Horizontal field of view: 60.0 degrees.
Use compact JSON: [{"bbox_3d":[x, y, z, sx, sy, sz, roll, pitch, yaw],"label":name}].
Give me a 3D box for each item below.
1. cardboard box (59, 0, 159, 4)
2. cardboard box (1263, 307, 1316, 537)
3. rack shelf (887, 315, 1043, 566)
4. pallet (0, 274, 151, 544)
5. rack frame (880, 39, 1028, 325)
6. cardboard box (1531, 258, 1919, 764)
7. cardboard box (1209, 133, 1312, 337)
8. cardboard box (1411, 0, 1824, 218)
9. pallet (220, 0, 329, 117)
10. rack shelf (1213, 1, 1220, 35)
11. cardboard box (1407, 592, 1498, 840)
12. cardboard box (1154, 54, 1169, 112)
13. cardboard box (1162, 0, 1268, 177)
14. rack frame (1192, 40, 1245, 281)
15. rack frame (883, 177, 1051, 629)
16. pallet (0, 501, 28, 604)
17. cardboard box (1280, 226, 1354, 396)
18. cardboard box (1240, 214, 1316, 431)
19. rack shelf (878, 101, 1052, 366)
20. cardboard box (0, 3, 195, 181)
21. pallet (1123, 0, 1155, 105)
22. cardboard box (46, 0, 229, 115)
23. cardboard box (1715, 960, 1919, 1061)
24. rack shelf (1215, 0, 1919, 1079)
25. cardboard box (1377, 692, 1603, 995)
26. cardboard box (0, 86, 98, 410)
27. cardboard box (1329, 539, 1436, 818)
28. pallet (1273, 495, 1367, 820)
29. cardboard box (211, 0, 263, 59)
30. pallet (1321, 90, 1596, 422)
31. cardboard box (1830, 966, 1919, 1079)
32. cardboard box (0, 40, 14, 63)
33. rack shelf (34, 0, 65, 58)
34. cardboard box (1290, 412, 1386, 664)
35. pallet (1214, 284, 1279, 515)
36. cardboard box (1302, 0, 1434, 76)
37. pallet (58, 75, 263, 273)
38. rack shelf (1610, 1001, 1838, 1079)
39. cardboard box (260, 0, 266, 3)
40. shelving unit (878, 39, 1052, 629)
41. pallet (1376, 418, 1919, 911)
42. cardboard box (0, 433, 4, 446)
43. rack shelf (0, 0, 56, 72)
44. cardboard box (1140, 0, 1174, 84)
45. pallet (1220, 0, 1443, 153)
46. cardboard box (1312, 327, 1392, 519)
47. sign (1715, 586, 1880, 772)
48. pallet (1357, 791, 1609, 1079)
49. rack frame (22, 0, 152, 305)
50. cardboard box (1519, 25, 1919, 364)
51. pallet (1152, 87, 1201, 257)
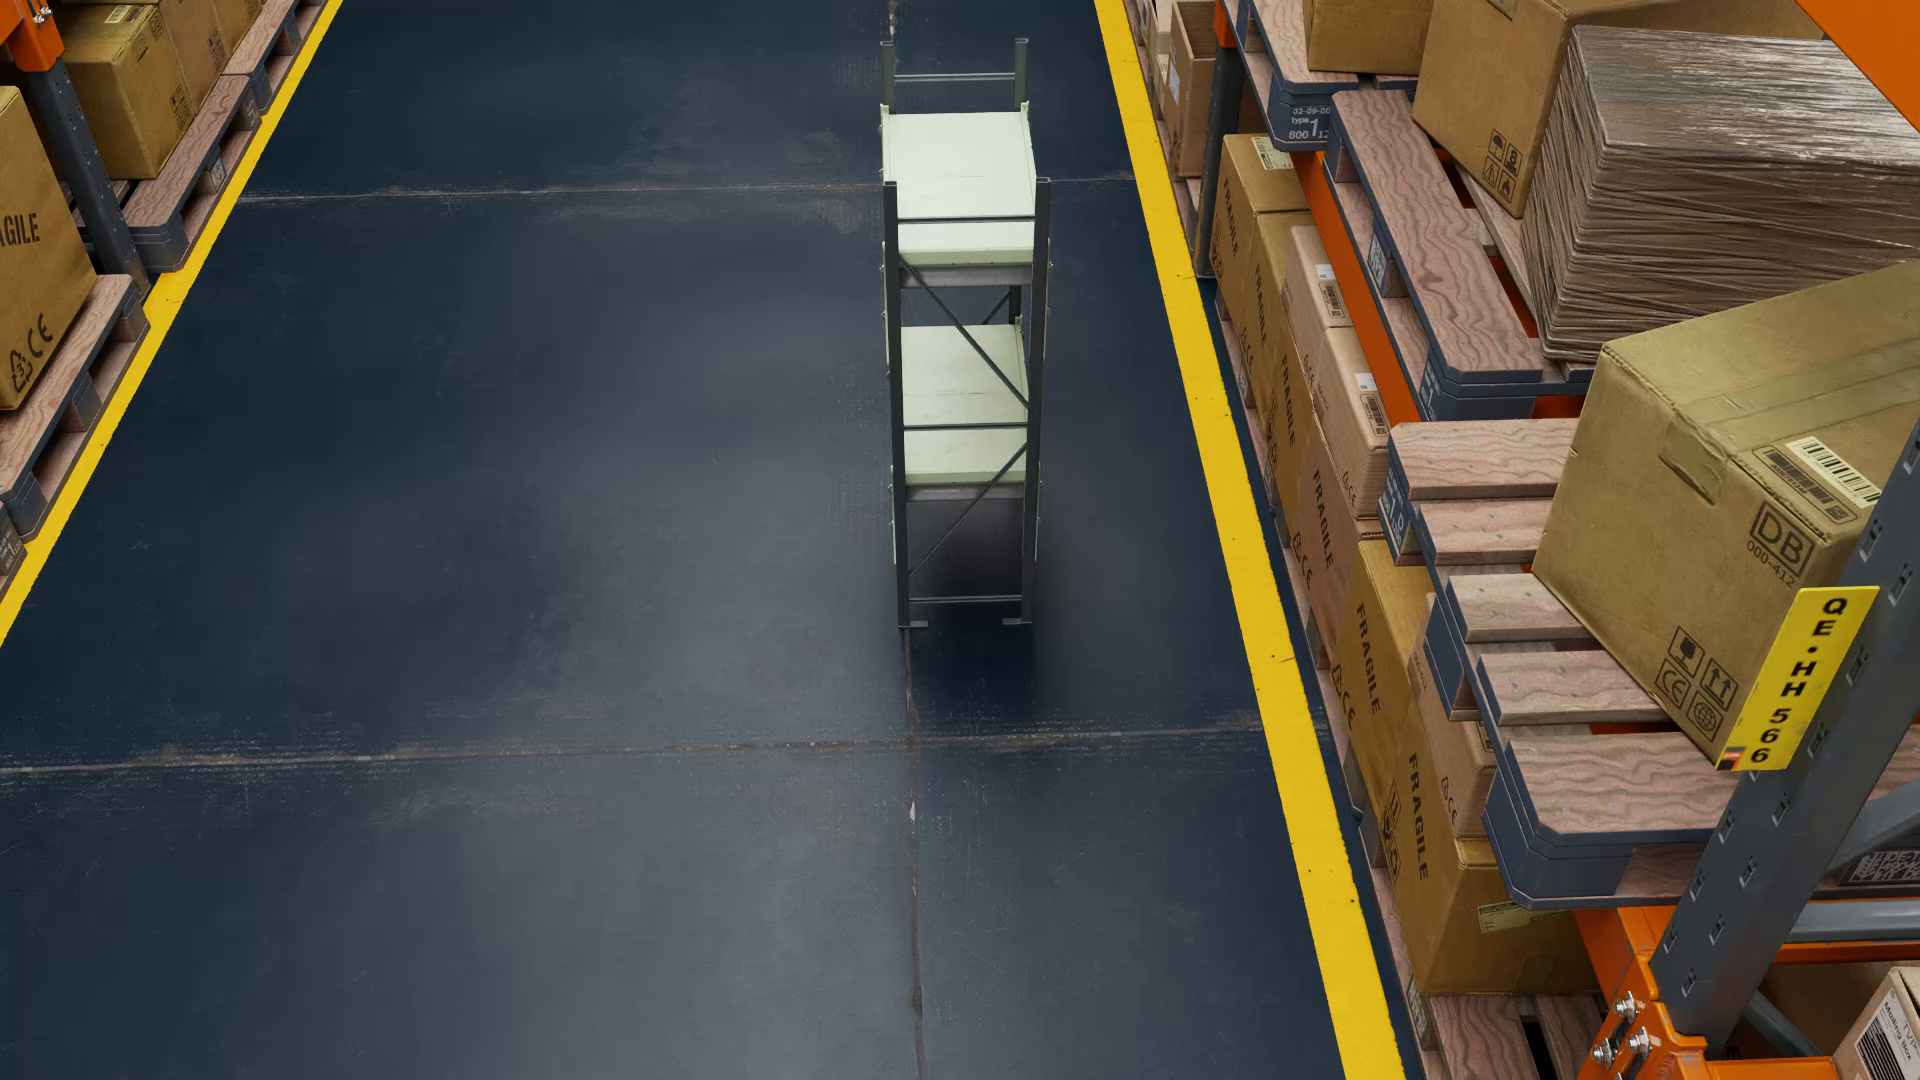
[{"bbox_3d":[-3.314,-2.221,6.512,0.380,0.149,0.250,0,43,0],"label":"cardboard box"},{"bbox_3d":[1.221,-0.358,4.945,0.500,0.500,0.500,-1,43,-1],"label":"cardboard box"},{"bbox_3d":[0.000,-0.308,4.959,0.431,0.370,0.720,-2,43,-2],"label":"rack shelf"},{"bbox_3d":[-3.445,-0.457,5.593,1.003,0.211,1.213,-2,43,-2],"label":"pallet"},{"bbox_3d":[-0.015,-0.795,5.008,0.400,1.500,0.023,-2,43,-2],"label":"rack frame"},{"bbox_3d":[1.427,-0.062,2.713,0.700,0.500,0.500,-15,45,-16],"label":"cardboard box"},{"bbox_3d":[1.174,-1.056,5.706,0.500,0.500,0.500,-3,43,-4],"label":"cardboard box"},{"bbox_3d":[1.533,-1.149,3.899,0.700,0.500,0.500,-12,44,-13],"label":"cardboard box"},{"bbox_3d":[-3.562,-2.317,7.622,1.003,0.211,1.213,-2,43,-2],"label":"pallet"},{"bbox_3d":[1.312,-3.234,7.090,1.077,0.370,4.000,-2,43,-2],"label":"rack shelf"},{"bbox_3d":[1.285,0.372,3.594,0.500,0.250,0.500,0,43,0],"label":"cardboard box"},{"bbox_3d":[1.013,-1.888,6.874,0.380,0.149,0.250,-2,43,-2],"label":"cardboard box"},{"bbox_3d":[1.089,-1.766,6.481,0.500,0.500,0.500,-2,43,-2],"label":"cardboard box"},{"bbox_3d":[1.396,-2.149,5.374,1.000,3.000,0.127,-2,43,-2],"label":"rack frame"},{"bbox_3d":[0.016,-0.301,4.469,0.400,1.500,0.023,-2,43,-2],"label":"rack frame"},{"bbox_3d":[-3.390,0.368,4.692,1.003,0.211,1.213,-2,43,-2],"label":"pallet"},{"bbox_3d":[1.216,-0.657,4.716,0.500,0.250,0.500,-2,43,-2],"label":"cardboard box"},{"bbox_3d":[1.207,-0.696,5.314,0.500,0.500,0.500,-1,43,-1],"label":"cardboard box"},{"bbox_3d":[0.000,-0.836,4.475,0.431,0.370,0.720,-2,43,-2],"label":"rack shelf"},{"bbox_3d":[-3.482,-1.745,6.473,0.700,0.500,0.500,-1,43,-1],"label":"cardboard box"},{"bbox_3d":[1.313,-2.410,7.723,1.003,0.211,1.213,-2,43,-2],"label":"pallet"},{"bbox_3d":[-3.500,-2.084,6.843,0.700,0.500,0.500,-2,43,-2],"label":"cardboard box"},{"bbox_3d":[1.833,0.996,3.468,0.500,0.500,0.500,0,43,0],"label":"cardboard box"},{"bbox_3d":[1.481,-0.533,4.144,1.077,0.370,4.000,-2,43,-2],"label":"rack shelf"},{"bbox_3d":[1.292,0.686,3.806,0.500,0.500,0.500,0,43,0],"label":"cardboard box"},{"bbox_3d":[-3.395,-0.931,5.326,0.750,0.750,0.750,-1,43,-1],"label":"cardboard box"},{"bbox_3d":[1.270,0.337,4.187,0.500,0.500,0.500,-3,43,-3],"label":"cardboard box"},{"bbox_3d":[1.524,0.253,4.818,1.003,0.211,1.213,-2,43,-2],"label":"pallet"},{"bbox_3d":[-3.520,-2.431,7.221,0.700,0.500,0.500,-1,43,-1],"label":"cardboard box"},{"bbox_3d":[1.479,-0.690,3.925,1.003,0.211,1.213,-2,43,-2],"label":"pallet"},{"bbox_3d":[1.538,0.831,2.189,0.500,0.311,0.500,1,43,1],"label":"cardboard box"},{"bbox_3d":[-3.674,-1.881,6.141,0.380,0.149,0.250,-2,43,-2],"label":"cardboard box"},{"bbox_3d":[-3.638,-3.089,6.932,1.077,0.370,4.000,-2,43,-2],"label":"rack shelf"},{"bbox_3d":[1.242,-0.017,4.573,0.500,0.500,0.500,-3,43,-3],"label":"cardboard box"},{"bbox_3d":[1.469,-0.573,5.719,1.003,0.211,1.213,-2,43,-2],"label":"pallet"},{"bbox_3d":[1.286,-1.552,4.338,0.700,0.500,0.500,5,43,5],"label":"cardboard box"},{"bbox_3d":[-3.507,-1.492,6.721,1.003,0.211,1.213,-2,43,-2],"label":"pallet"},{"bbox_3d":[1.651,2.167,1.198,1.077,0.370,4.000,-2,43,-2],"label":"rack shelf"},{"bbox_3d":[-3.549,-2.791,7.614,0.700,0.500,0.500,-3,43,-3],"label":"cardboard box"},{"bbox_3d":[0.000,-0.548,4.738,0.431,1.500,0.755,-2,43,-2],"label":"shelving unit"},{"bbox_3d":[1.467,0.167,2.990,1.213,0.211,1.003,-2,43,-2],"label":"pallet"},{"bbox_3d":[-3.354,-0.331,4.672,0.750,0.750,0.750,0,43,0],"label":"cardboard box"},{"bbox_3d":[-3.468,-0.389,3.986,1.077,0.370,4.000,-2,43,-2],"label":"rack shelf"},{"bbox_3d":[1.057,-2.202,7.097,0.500,0.311,0.500,-2,43,-2],"label":"cardboard box"},{"bbox_3d":[1.321,-1.535,4.847,1.003,0.211,1.213,-2,43,-2],"label":"pallet"},{"bbox_3d":[1.238,-0.318,4.347,0.500,0.250,0.500,-2,43,-3],"label":"cardboard box"},{"bbox_3d":[1.025,0.176,2.040,0.100,0.325,0.005,-2,43,-2],"label":"sign"},{"bbox_3d":[1.572,1.075,3.921,1.003,0.211,1.213,-2,43,-2],"label":"pallet"},{"bbox_3d":[-3.553,-2.004,5.216,1.000,3.000,0.127,-2,43,-2],"label":"rack frame"},{"bbox_3d":[1.579,-0.685,3.392,0.700,0.500,0.500,6,43,6],"label":"cardboard box"},{"bbox_3d":[1.368,-1.584,6.822,1.003,0.211,1.213,-2,43,-2],"label":"pallet"}]
